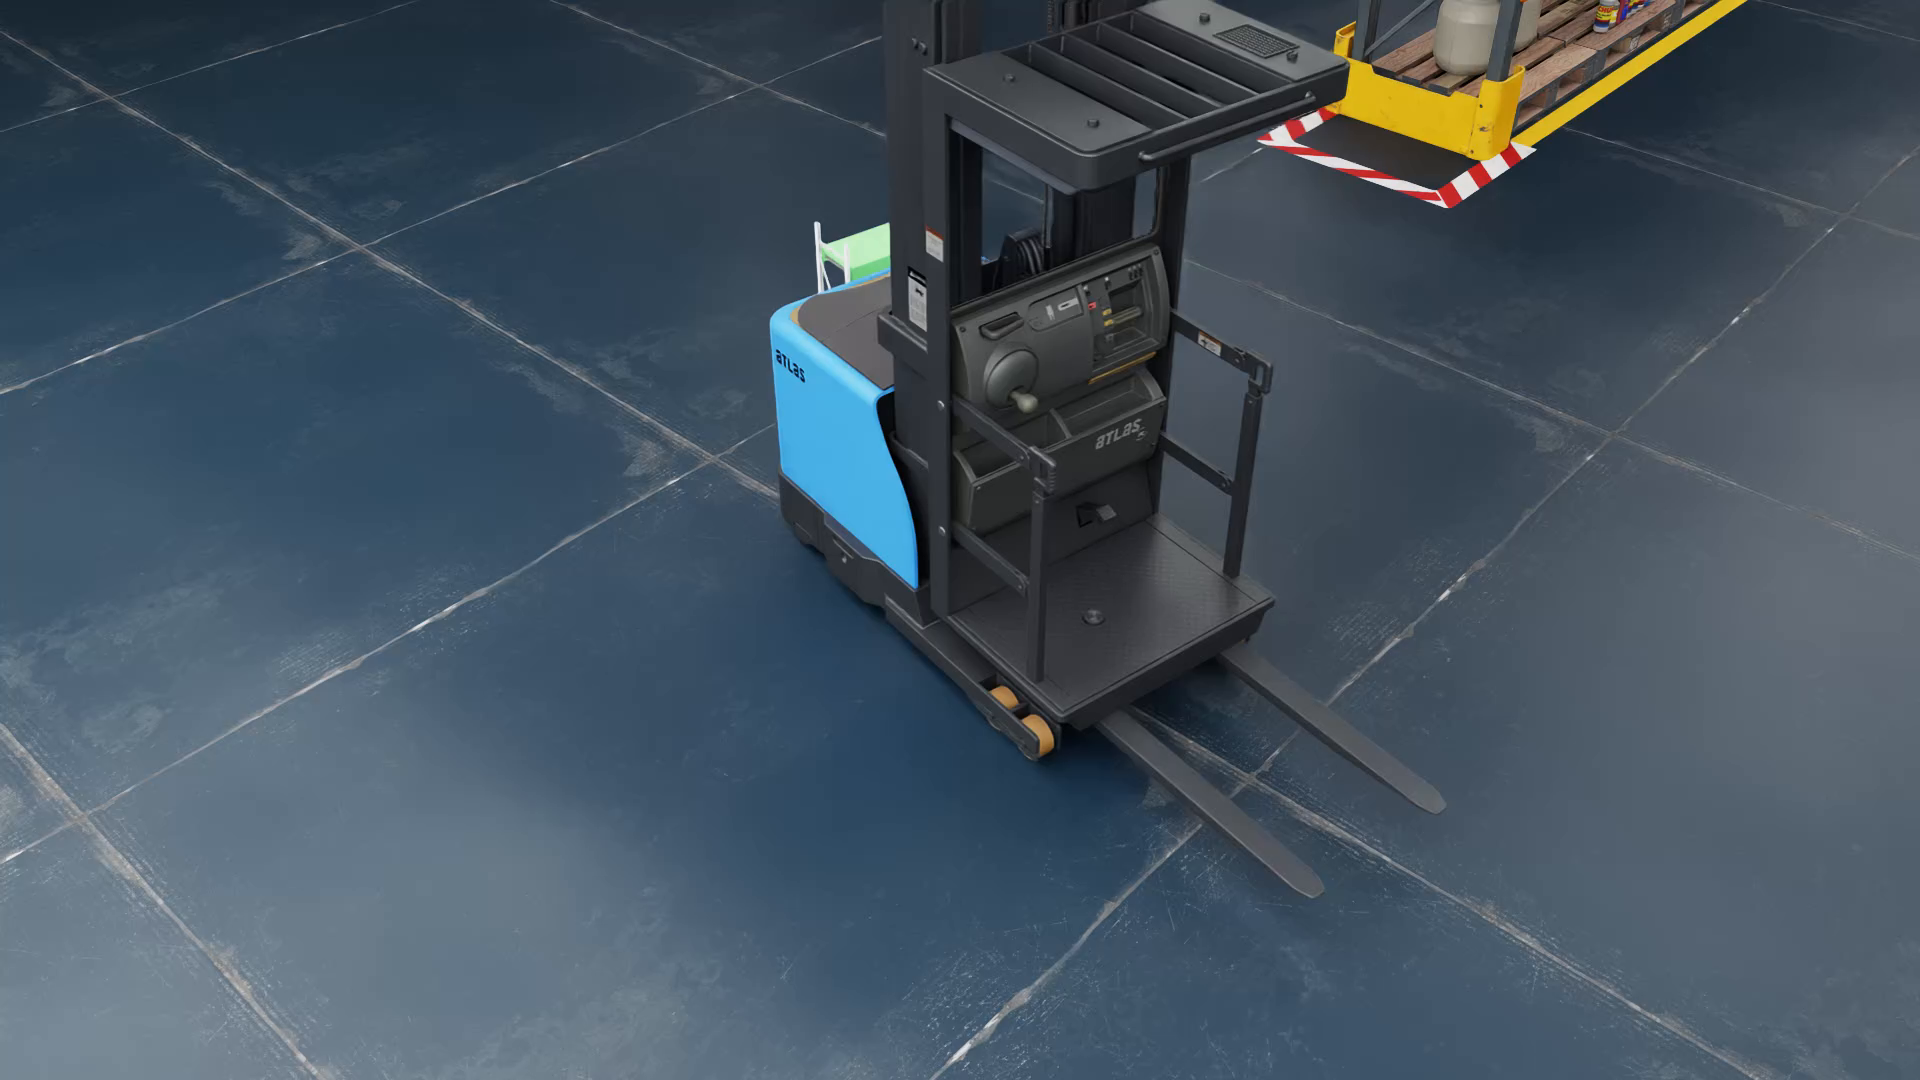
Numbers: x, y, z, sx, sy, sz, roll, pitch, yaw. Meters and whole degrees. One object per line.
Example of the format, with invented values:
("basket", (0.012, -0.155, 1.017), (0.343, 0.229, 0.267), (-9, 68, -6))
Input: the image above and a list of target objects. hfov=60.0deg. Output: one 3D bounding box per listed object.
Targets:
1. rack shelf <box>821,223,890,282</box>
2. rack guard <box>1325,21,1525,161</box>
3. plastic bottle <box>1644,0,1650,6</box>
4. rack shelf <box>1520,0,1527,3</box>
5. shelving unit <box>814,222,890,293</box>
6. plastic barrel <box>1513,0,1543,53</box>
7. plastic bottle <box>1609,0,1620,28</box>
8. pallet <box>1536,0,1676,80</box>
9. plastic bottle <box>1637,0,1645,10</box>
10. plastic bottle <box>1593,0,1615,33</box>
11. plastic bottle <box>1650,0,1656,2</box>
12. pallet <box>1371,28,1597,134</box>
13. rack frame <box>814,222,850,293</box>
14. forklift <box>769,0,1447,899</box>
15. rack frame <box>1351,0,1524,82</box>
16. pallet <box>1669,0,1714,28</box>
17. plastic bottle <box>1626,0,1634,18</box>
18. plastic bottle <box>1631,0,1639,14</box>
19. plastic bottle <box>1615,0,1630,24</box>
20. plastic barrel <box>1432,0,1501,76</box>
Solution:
("rack shelf", (-0.341, -1.227, 7.160), (0.480, 0.148, 0.258), (-25, 45, -28))
("rack guard", (2.887, -2.821, 10.396), (1.175, 0.500, 0.348), (30, 47, 32))
("plastic bottle", (4.759, -3.847, 11.517), (0.097, 0.271, 0.097), (0, 38, 0))
("rack shelf", (4.219, -4.382, 10.928), (1.077, 0.370, 4.000), (30, 47, 32))
("shelving unit", (-0.341, -0.901, 7.419), (0.503, 1.200, 0.258), (-25, 45, -28))
("plastic barrel", (3.596, -3.500, 10.903), (0.421, 0.512, 0.421), (0, 38, 0))
("plastic bottle", (4.393, -3.571, 11.226), (0.097, 0.201, 0.097), (0, 38, 0))
("pallet", (4.262, -3.637, 11.654), (1.003, 0.211, 1.213), (30, 47, 32))
("plastic bottle", (4.689, -3.772, 11.479), (0.097, 0.201, 0.097), (0, 38, 0))
("plastic bottle", (4.323, -3.551, 11.144), (0.097, 0.271, 0.097), (0, 38, 0))
("plastic bottle", (4.827, -3.867, 11.598), (0.097, 0.201, 0.097), (0, 38, 0))
("pallet", (3.439, -3.079, 10.952), (1.003, 0.211, 1.213), (30, 47, 32))
("rack frame", (-0.535, -0.809, 7.304), (0.015, 1.200, 0.240), (-25, 45, -28))
("forklift", (0.505, -0.678, 5.748), (1.130, 2.935, 3.031), (-25, 45, -28))
("rack frame", (2.870, -3.744, 9.549), (1.000, 3.000, 0.127), (30, 47, 32))
("pallet", (5.085, -4.200, 12.362), (1.003, 0.211, 1.213), (30, 47, 32))
("plastic bottle", (4.554, -3.708, 11.342), (0.097, 0.271, 0.097), (0, 38, 0))
("plastic bottle", (4.622, -3.754, 11.400), (0.097, 0.271, 0.097), (0, 38, 0))
("plastic bottle", (4.489, -3.652, 11.262), (0.061, 0.283, 0.133), (30, 48, 33))
("plastic barrel", (3.258, -3.270, 10.613), (0.421, 0.512, 0.421), (0, 38, 0))
